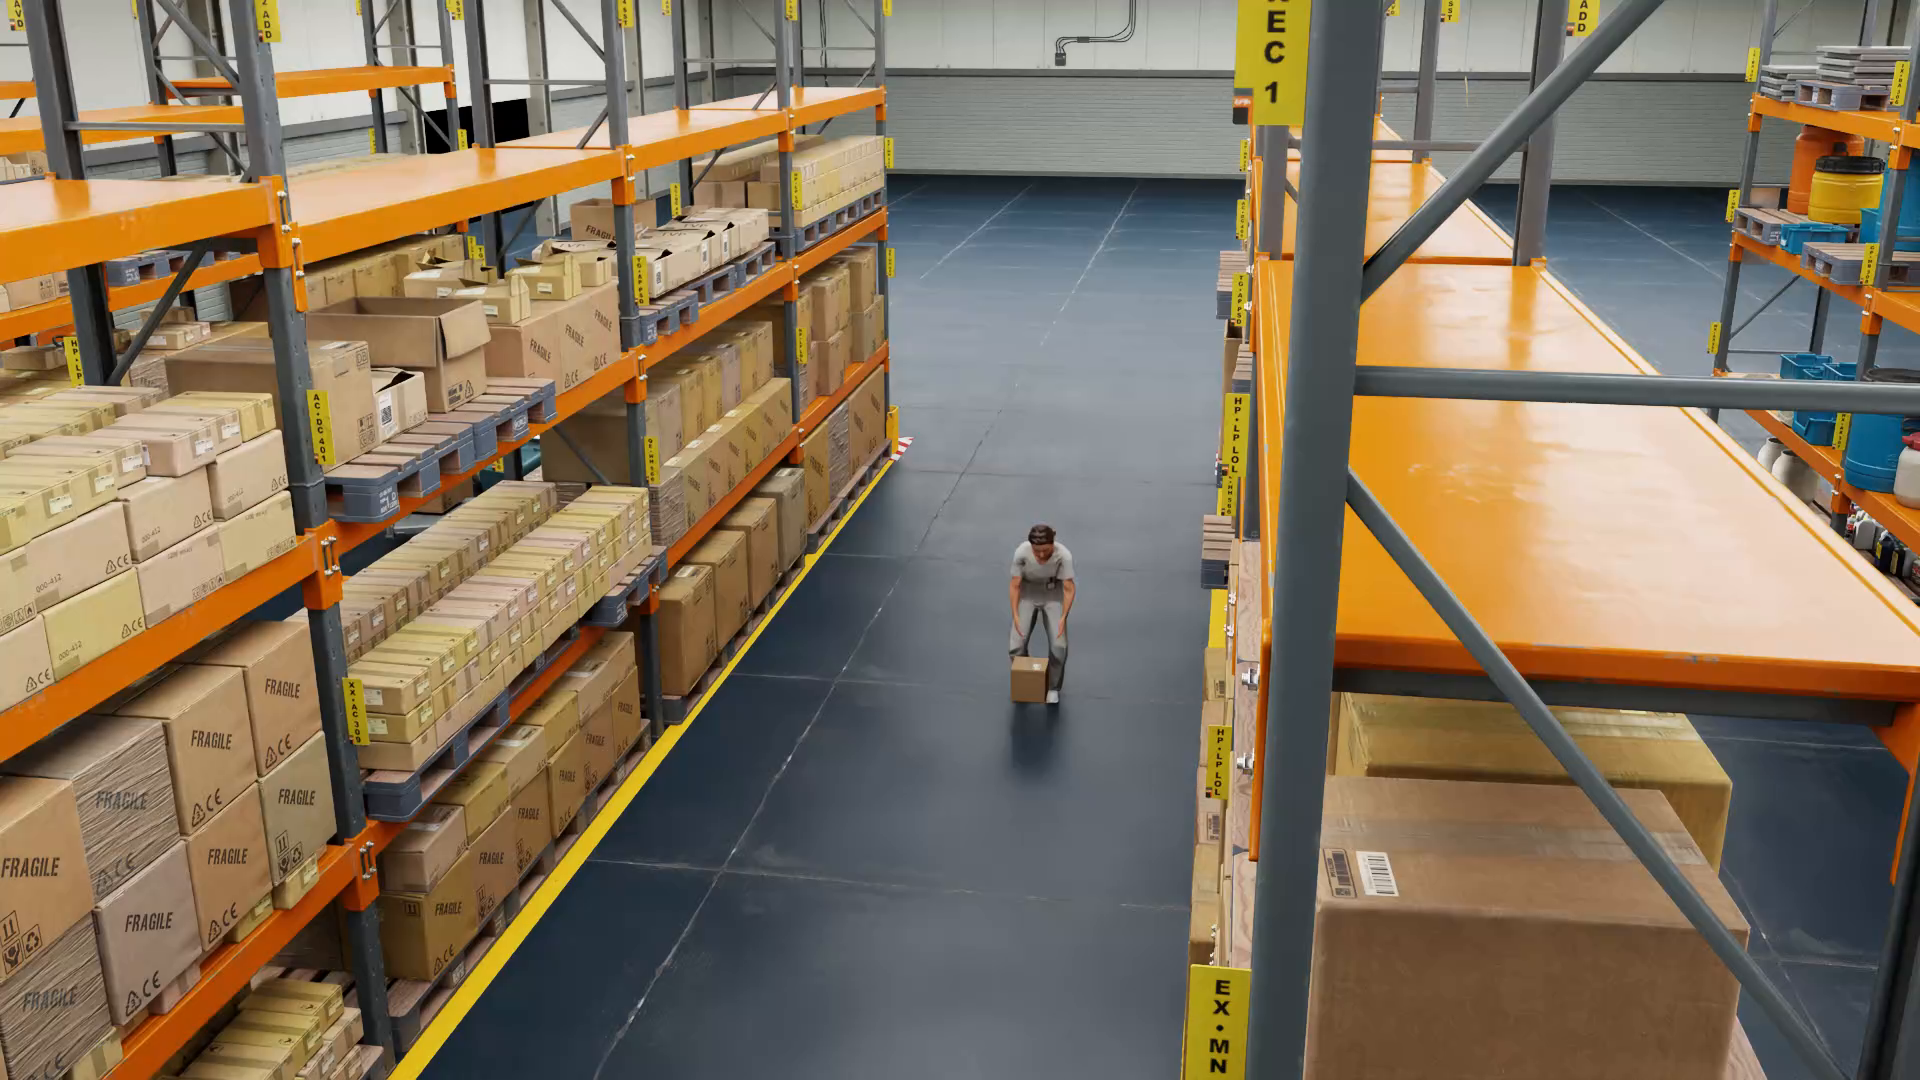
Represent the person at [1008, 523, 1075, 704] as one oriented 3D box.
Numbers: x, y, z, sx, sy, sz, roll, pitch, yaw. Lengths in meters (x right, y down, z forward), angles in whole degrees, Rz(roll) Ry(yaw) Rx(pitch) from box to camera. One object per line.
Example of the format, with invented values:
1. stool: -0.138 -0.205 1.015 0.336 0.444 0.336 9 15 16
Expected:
1. person: 0.613 0.512 12.308 0.489 1.444 0.595 3 18 9
